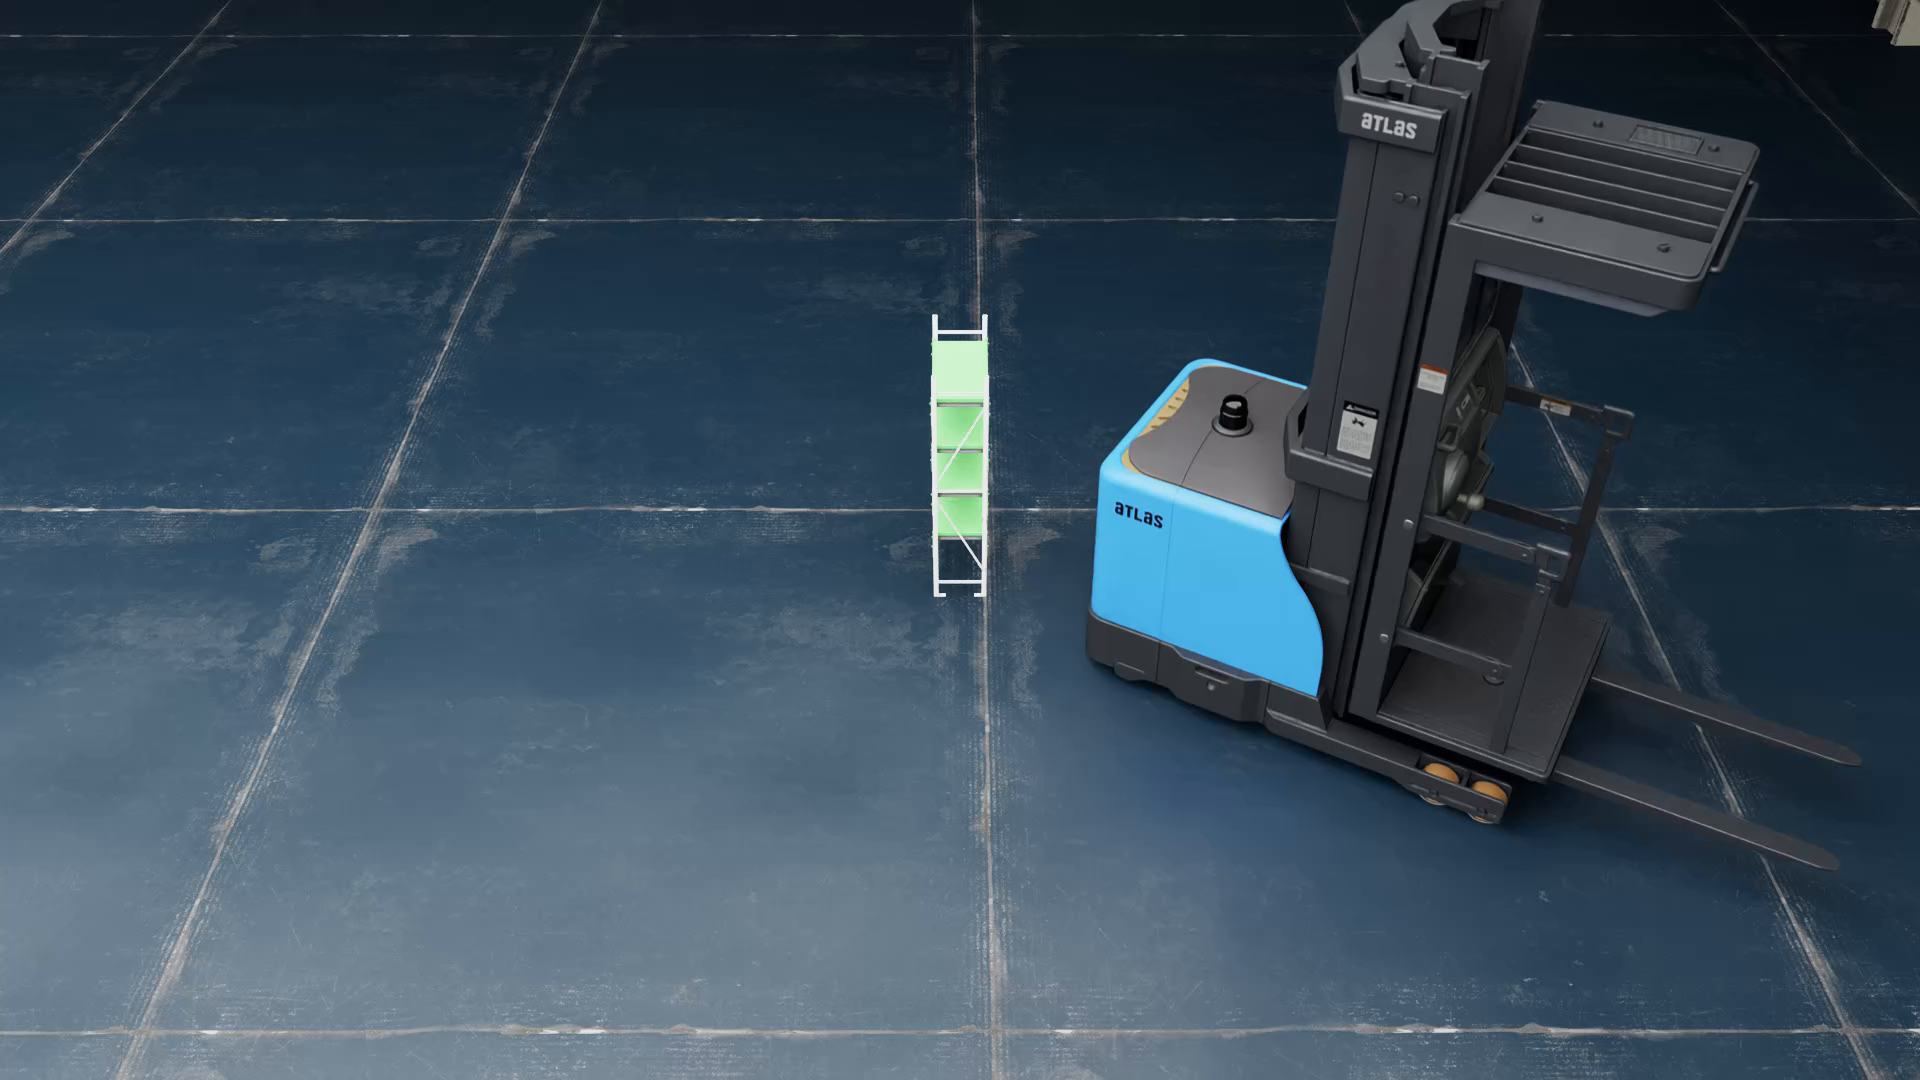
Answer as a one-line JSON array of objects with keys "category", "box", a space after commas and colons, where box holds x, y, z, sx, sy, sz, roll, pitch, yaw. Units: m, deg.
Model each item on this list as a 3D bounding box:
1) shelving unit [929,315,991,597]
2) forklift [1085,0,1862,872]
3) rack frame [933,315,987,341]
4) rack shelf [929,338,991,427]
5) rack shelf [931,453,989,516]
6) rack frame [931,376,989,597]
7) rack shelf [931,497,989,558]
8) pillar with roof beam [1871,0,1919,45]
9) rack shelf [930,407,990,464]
[{"category": "shelving unit", "box": [0.000, -0.365, 7.491, 0.258, 1.200, 0.503, 0, 39, 0]}, {"category": "forklift", "box": [2.084, -0.403, 6.155, 3.031, 2.935, 1.130, 20, 43, 23]}, {"category": "rack frame", "box": [0.000, -0.517, 7.682, 0.240, 1.200, 0.015, 0, 39, 0]}, {"category": "rack shelf", "box": [0.000, -0.689, 7.231, 0.258, 0.148, 0.480, 0, 39, 0]}, {"category": "rack shelf", "box": [0.000, -0.315, 7.531, 0.258, 0.148, 0.480, 0, 39, 0]}, {"category": "rack frame", "box": [0.000, -0.212, 7.301, 0.240, 1.200, 0.015, 0, 39, 0]}, {"category": "rack shelf", "box": [0.000, -0.128, 7.681, 0.258, 0.148, 0.480, 0, 39, 0]}, {"category": "pillar with roof beam", "box": [2.985, -7.415, 10.053, 9.100, 9.000, 0.400, 0, 39, 0]}, {"category": "rack shelf", "box": [0.000, -0.502, 7.381, 0.258, 0.148, 0.480, 0, 39, 0]}]
